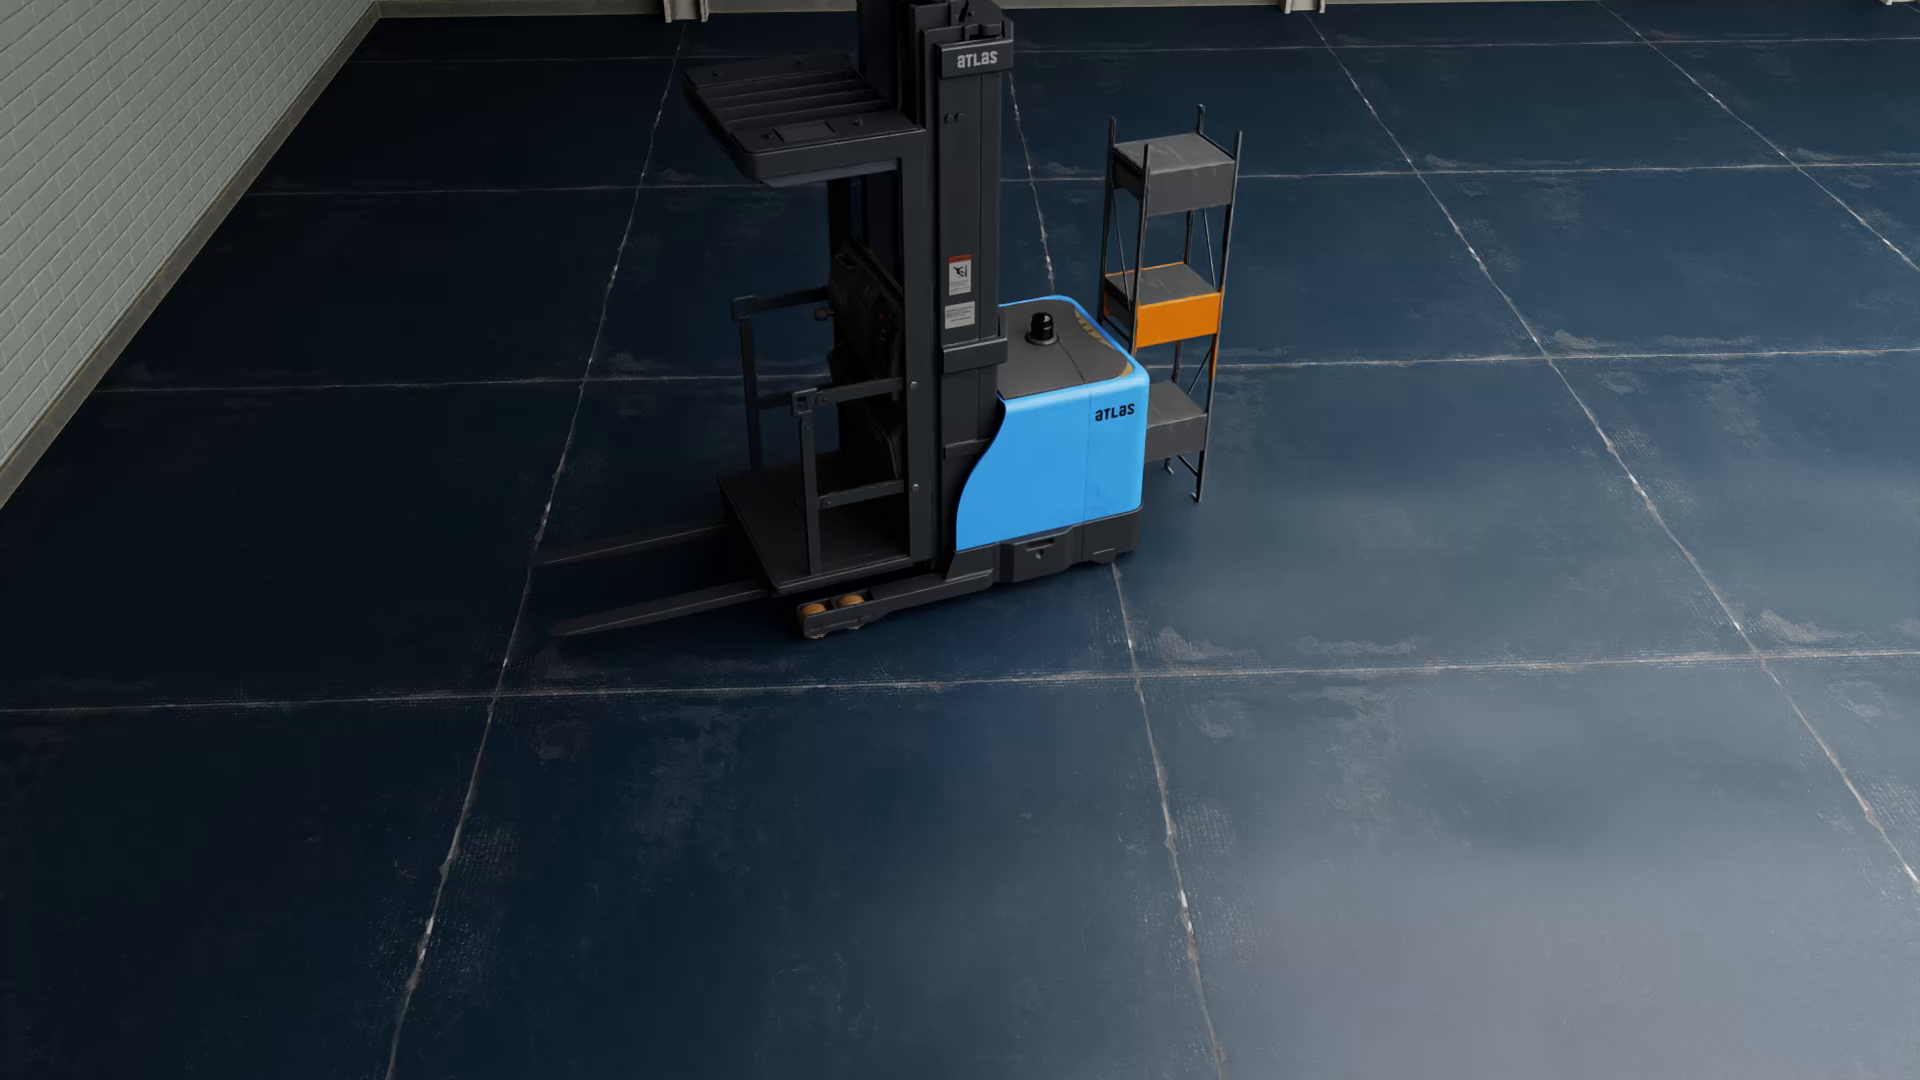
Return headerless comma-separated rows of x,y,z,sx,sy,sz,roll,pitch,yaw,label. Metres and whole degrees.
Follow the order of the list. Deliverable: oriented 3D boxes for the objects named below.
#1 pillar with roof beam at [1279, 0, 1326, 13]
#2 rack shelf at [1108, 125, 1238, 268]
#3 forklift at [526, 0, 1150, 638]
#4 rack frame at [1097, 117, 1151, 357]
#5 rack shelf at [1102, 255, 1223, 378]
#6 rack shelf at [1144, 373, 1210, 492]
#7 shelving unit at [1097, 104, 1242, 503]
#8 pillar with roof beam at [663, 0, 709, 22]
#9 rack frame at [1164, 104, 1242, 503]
3.555,-6.478,10.239,0.400,9.000,9.100,-2,35,-2,pillar with roof beam
1.028,-1.692,8.174,0.480,0.518,0.431,-12,37,-18,rack shelf
-0.629,-1.070,7.756,3.031,2.935,1.130,-13,37,-18,forklift
0.794,-1.076,8.485,0.015,2.100,0.400,-12,37,-18,rack frame
1.020,-1.115,8.570,0.480,0.518,0.431,-12,37,-18,rack shelf
1.013,-0.537,8.966,0.480,0.518,0.431,-12,37,-18,rack shelf
1.020,-1.126,8.563,0.503,2.100,0.431,-12,37,-18,shelving unit
-2.438,-6.317,10.006,0.400,9.000,9.100,-2,35,-2,pillar with roof beam
1.246,-1.176,8.640,0.015,2.100,0.400,-12,37,-18,rack frame
